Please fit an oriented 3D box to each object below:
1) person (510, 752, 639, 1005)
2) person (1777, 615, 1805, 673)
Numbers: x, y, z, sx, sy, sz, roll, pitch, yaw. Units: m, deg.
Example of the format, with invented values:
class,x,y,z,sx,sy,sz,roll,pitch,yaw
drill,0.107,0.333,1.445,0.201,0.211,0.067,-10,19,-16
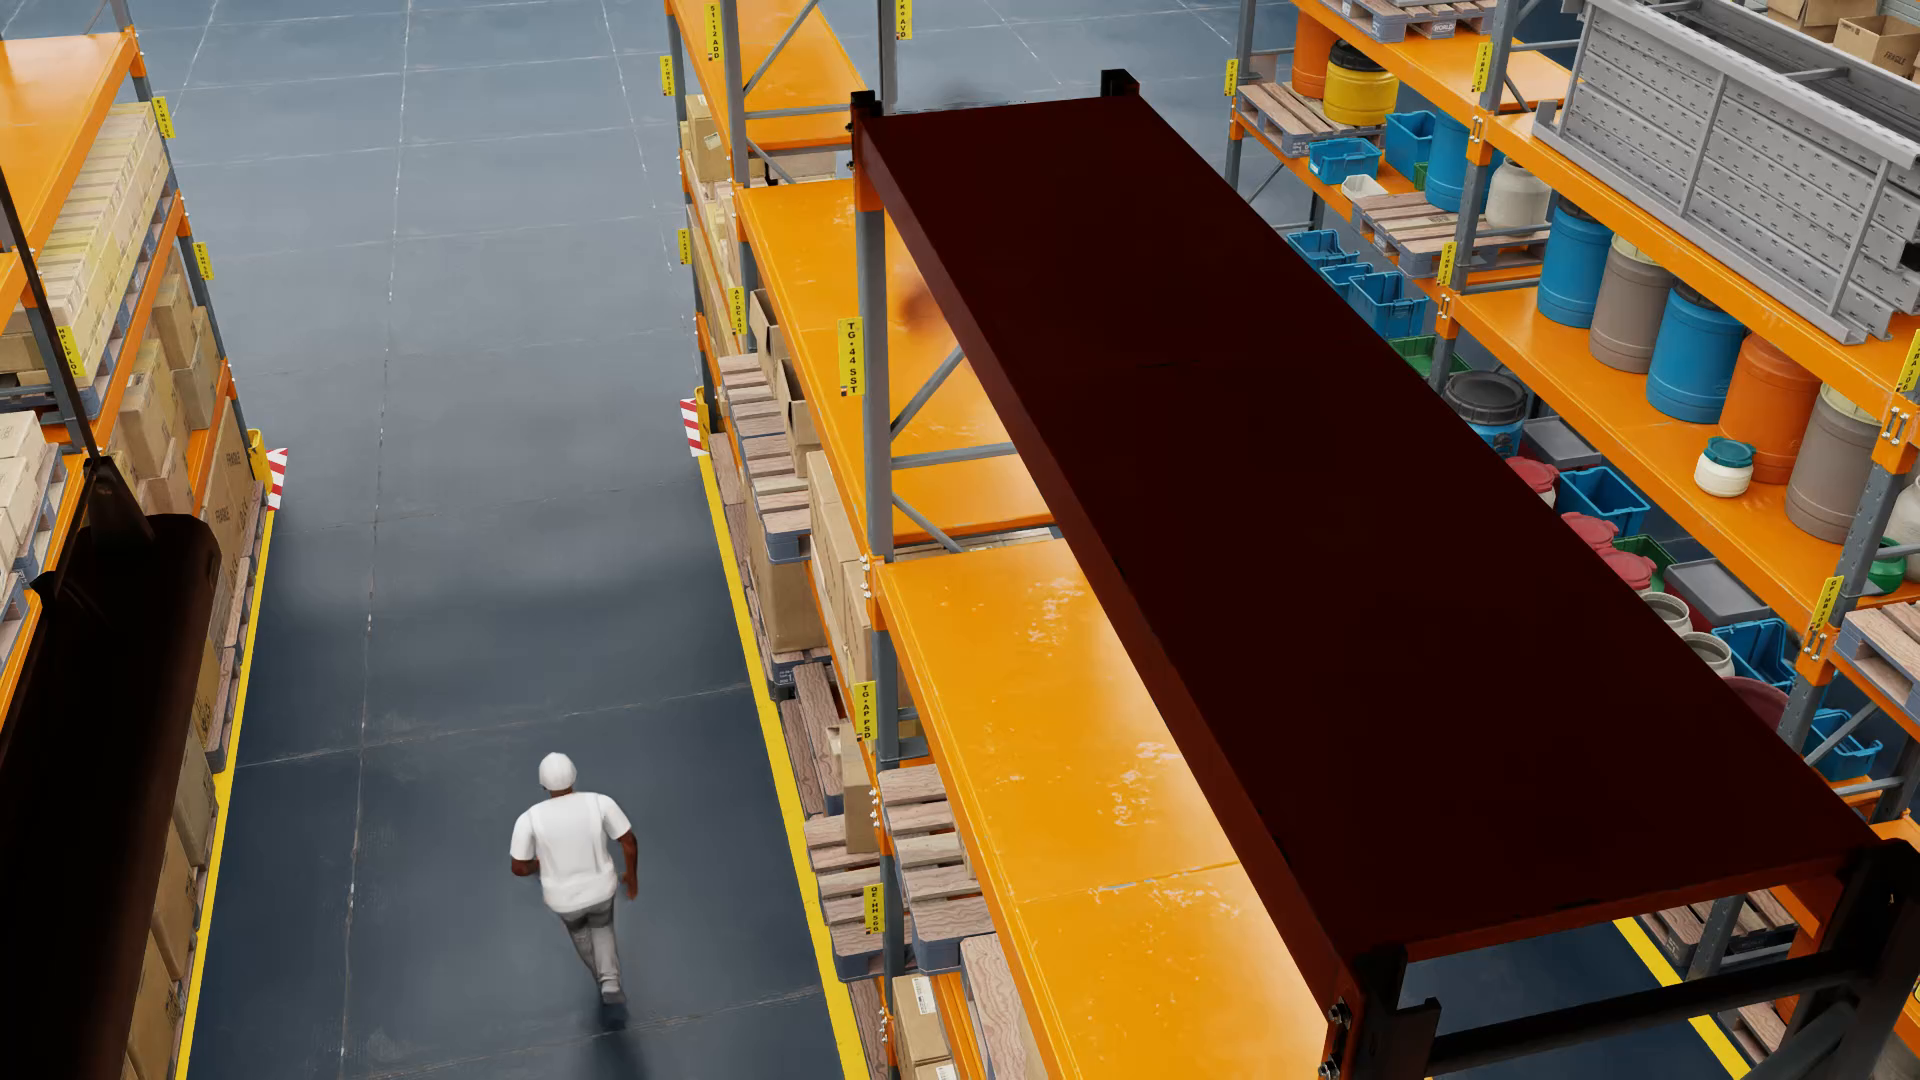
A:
class,x,y,z,sx,sy,sz,roll,pitch,yaw
person,-2.188,2.059,9.633,0.697,1.694,0.848,-15,37,-20
person,6.317,0.370,12.087,0.665,1.688,0.559,-8,35,-12
